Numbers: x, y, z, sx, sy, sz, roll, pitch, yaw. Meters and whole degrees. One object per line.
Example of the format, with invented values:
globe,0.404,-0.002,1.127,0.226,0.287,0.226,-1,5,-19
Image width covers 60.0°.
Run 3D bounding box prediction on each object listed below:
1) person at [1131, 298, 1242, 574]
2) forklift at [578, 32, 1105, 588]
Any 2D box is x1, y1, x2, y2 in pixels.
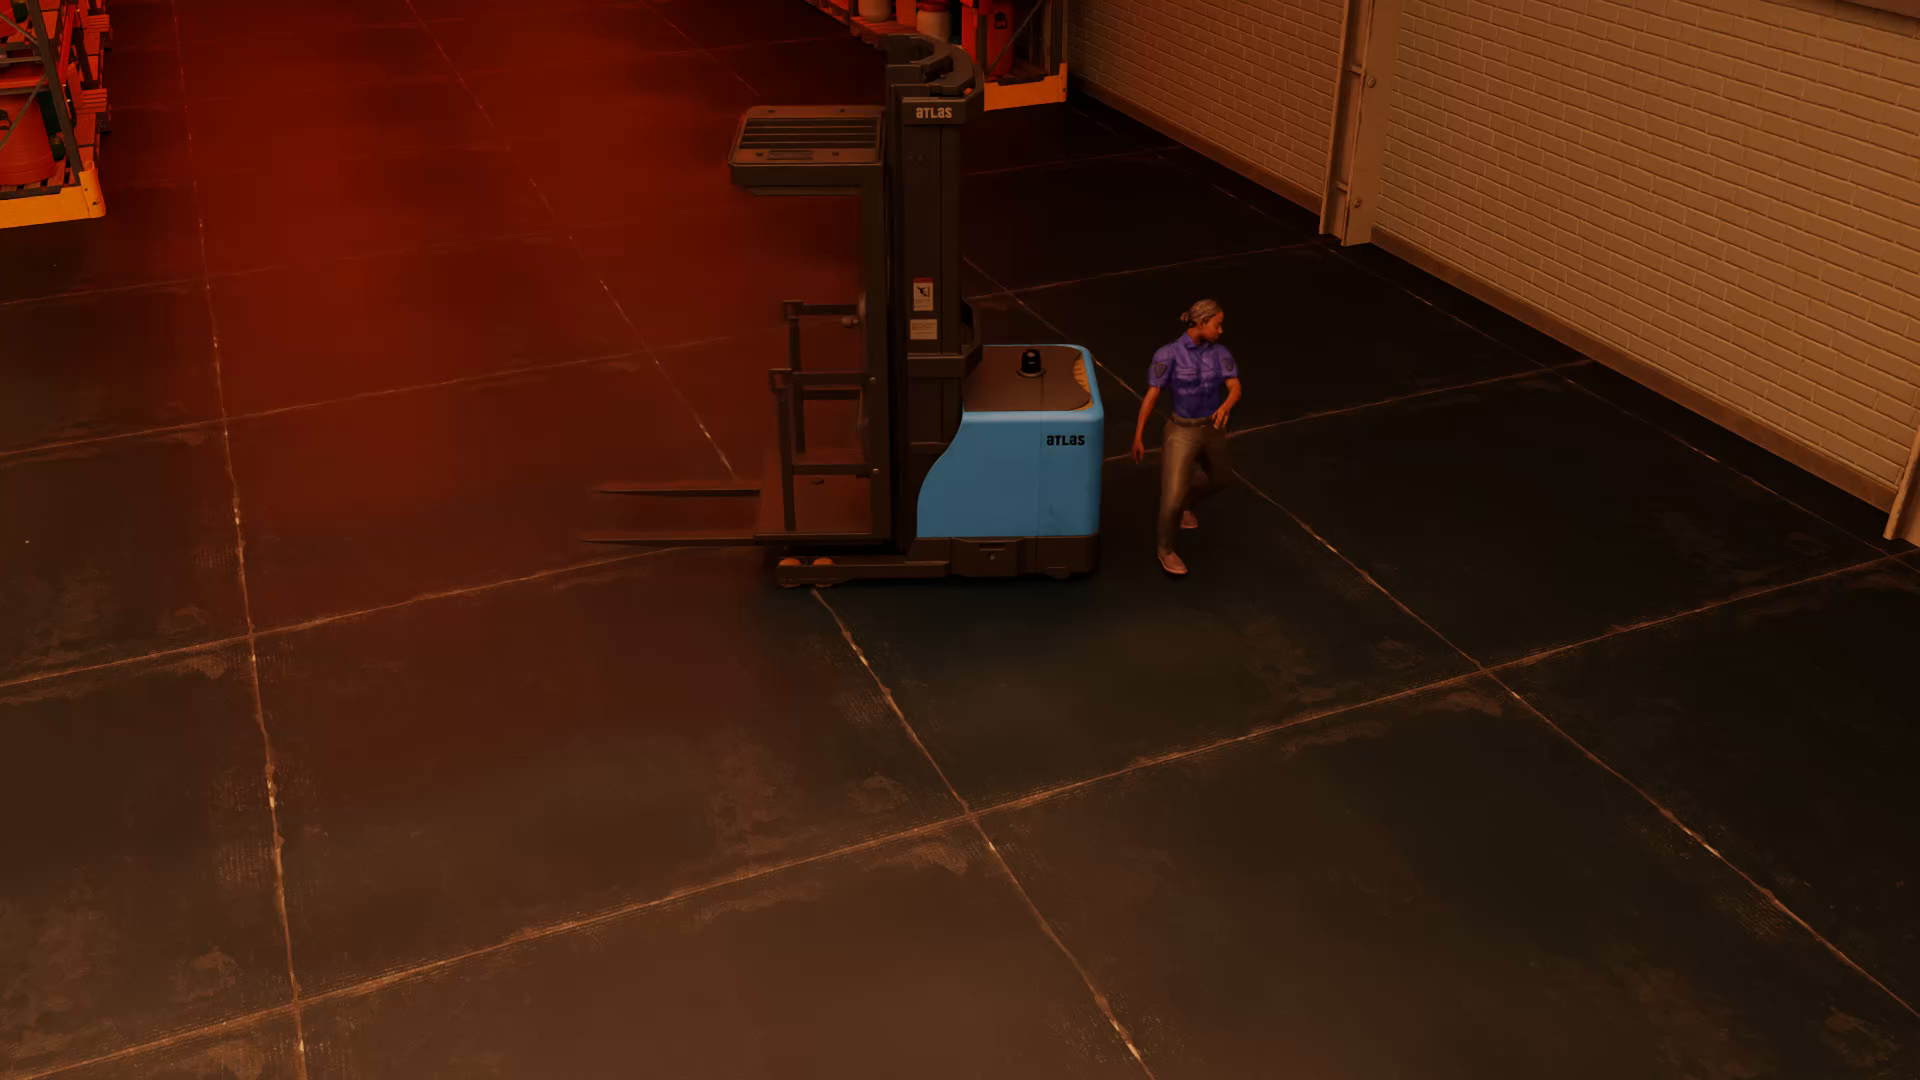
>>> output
person,1.299,-0.600,9.581,0.719,1.527,0.838,-16,33,-26
forklift,-0.710,-1.264,9.331,3.031,2.935,1.130,-1,30,-1
